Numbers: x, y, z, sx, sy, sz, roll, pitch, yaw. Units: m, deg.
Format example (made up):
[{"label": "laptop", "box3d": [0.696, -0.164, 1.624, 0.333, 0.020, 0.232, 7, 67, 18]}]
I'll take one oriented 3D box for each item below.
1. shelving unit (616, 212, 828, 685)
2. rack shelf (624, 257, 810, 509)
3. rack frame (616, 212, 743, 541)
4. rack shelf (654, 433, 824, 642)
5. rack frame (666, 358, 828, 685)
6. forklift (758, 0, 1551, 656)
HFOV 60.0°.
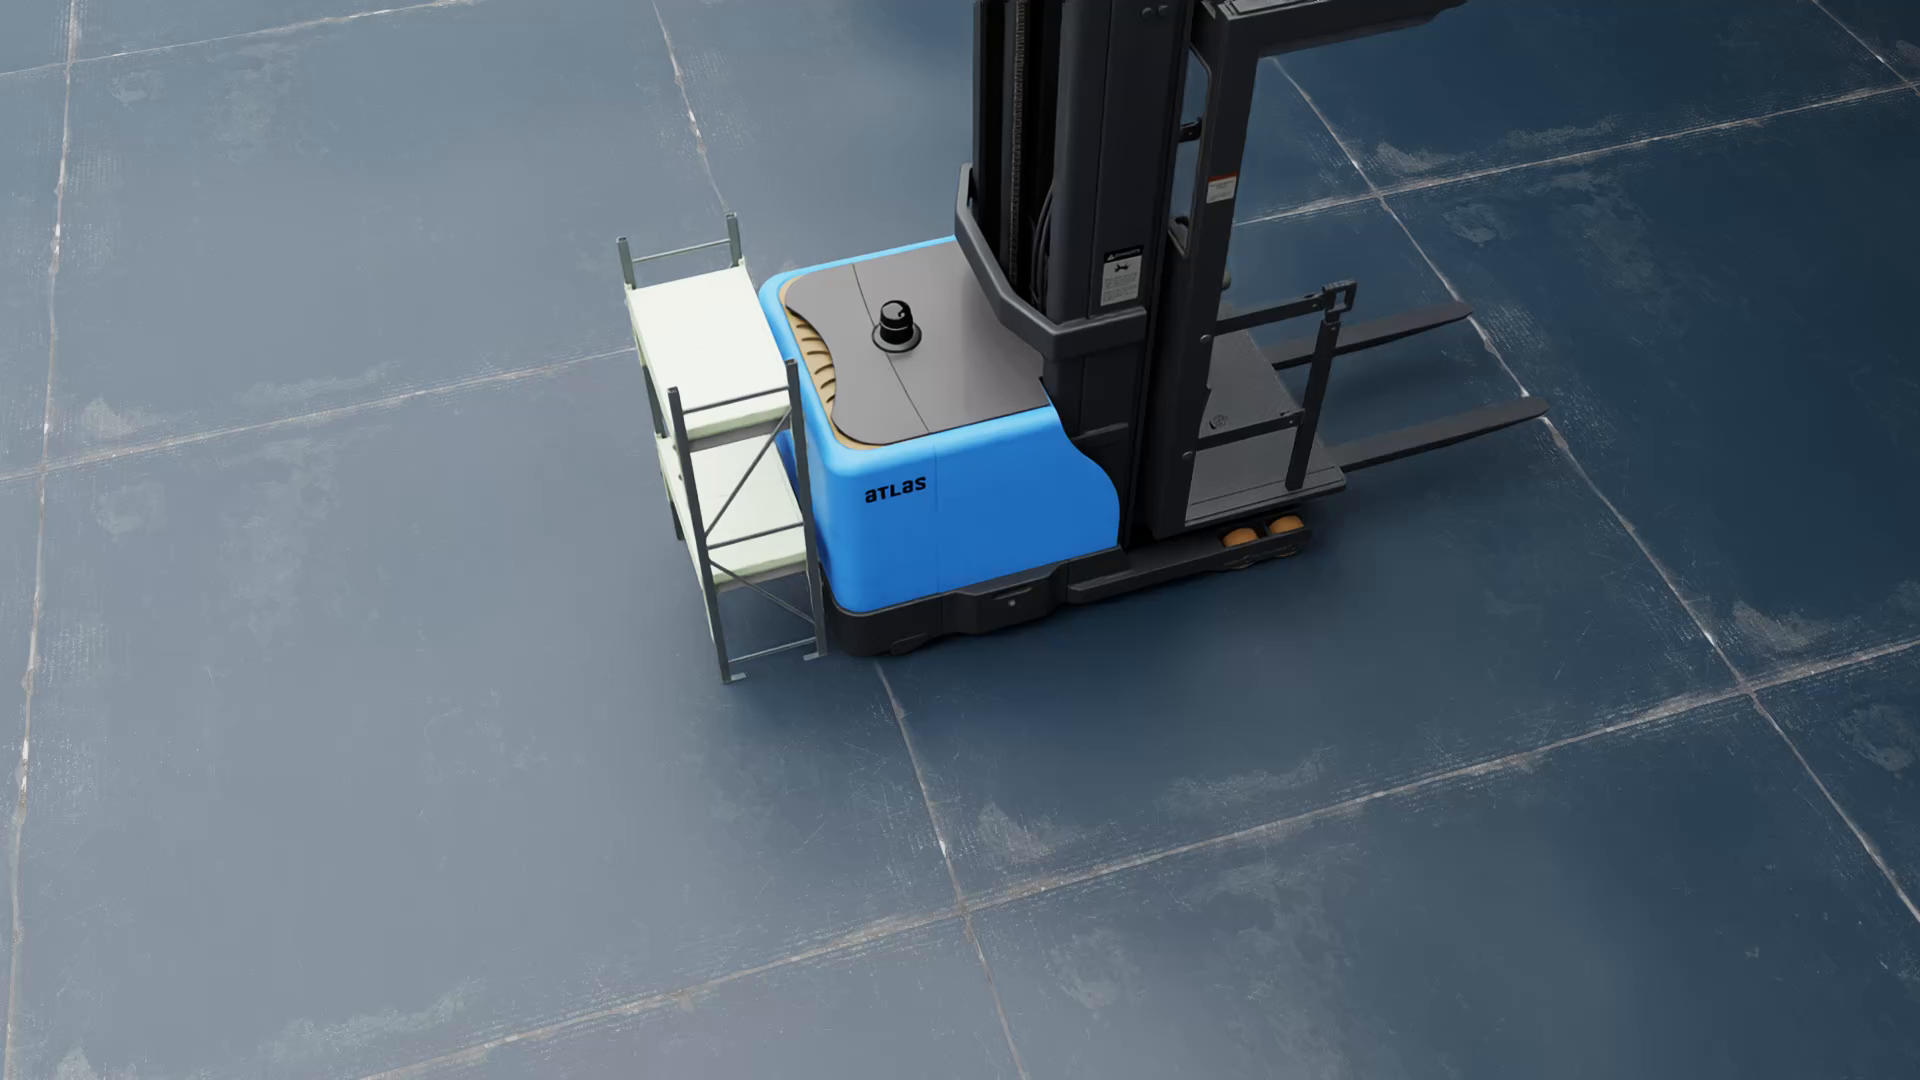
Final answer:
[{"label": "shelving unit", "box3d": [-0.805, -0.276, 5.791, 0.431, 1.500, 0.755, -15, 51, -12]}, {"label": "rack shelf", "box3d": [-0.805, -0.528, 5.493, 0.431, 0.370, 0.720, -15, 51, -12]}, {"label": "rack frame", "box3d": [-0.926, -0.540, 6.014, 0.400, 1.500, 0.023, -15, 51, -12]}, {"label": "rack shelf", "box3d": [-0.805, -0.066, 6.041, 0.431, 0.370, 0.720, -15, 51, -12]}, {"label": "rack frame", "box3d": [-0.684, -0.012, 5.569, 0.400, 1.500, 0.023, -15, 51, -12]}, {"label": "forklift", "box3d": [0.841, -1.204, 5.637, 3.031, 2.935, 1.130, -15, 51, -12]}]
